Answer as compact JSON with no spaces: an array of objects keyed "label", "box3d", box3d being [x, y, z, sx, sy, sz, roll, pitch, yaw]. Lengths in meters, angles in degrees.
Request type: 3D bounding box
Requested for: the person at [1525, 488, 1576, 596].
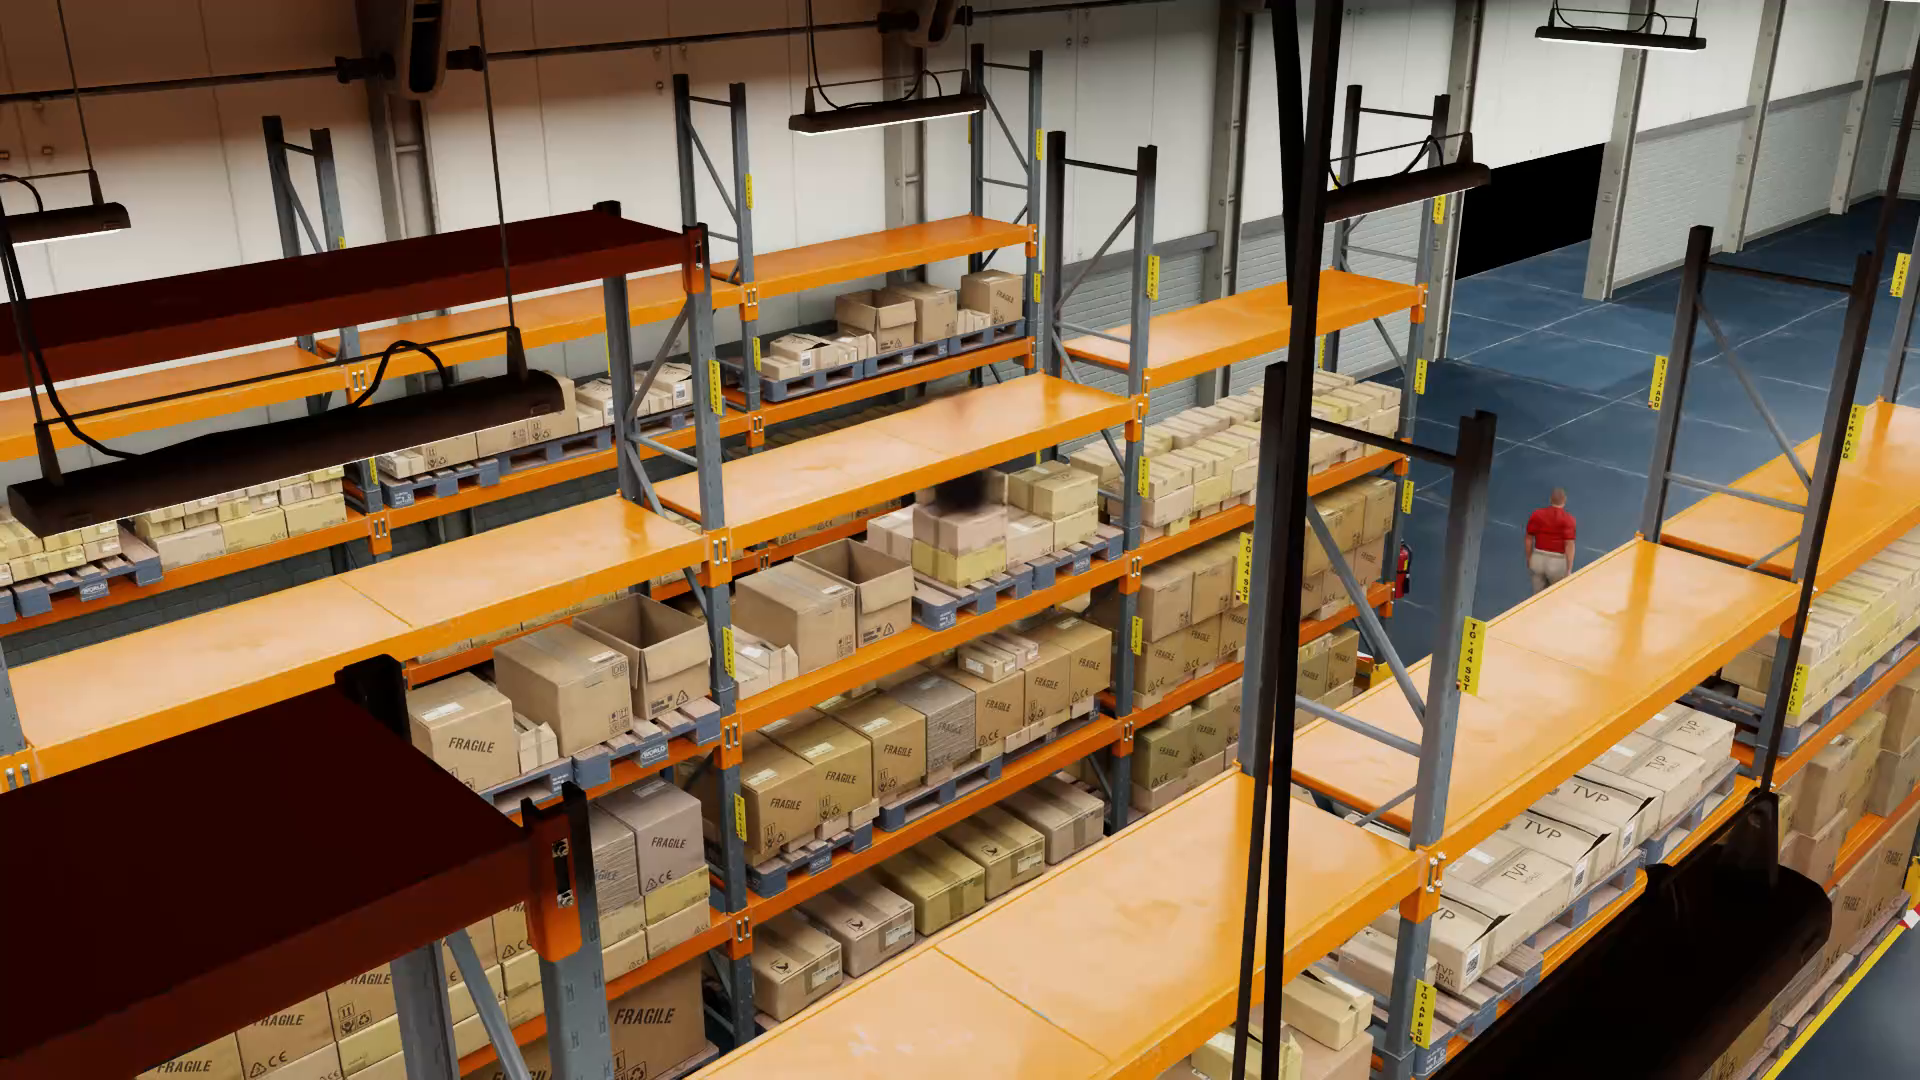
[{"label":"person","box3d":[6.362,0.302,17.939,0.707,1.696,0.562,20,29,39]}]
